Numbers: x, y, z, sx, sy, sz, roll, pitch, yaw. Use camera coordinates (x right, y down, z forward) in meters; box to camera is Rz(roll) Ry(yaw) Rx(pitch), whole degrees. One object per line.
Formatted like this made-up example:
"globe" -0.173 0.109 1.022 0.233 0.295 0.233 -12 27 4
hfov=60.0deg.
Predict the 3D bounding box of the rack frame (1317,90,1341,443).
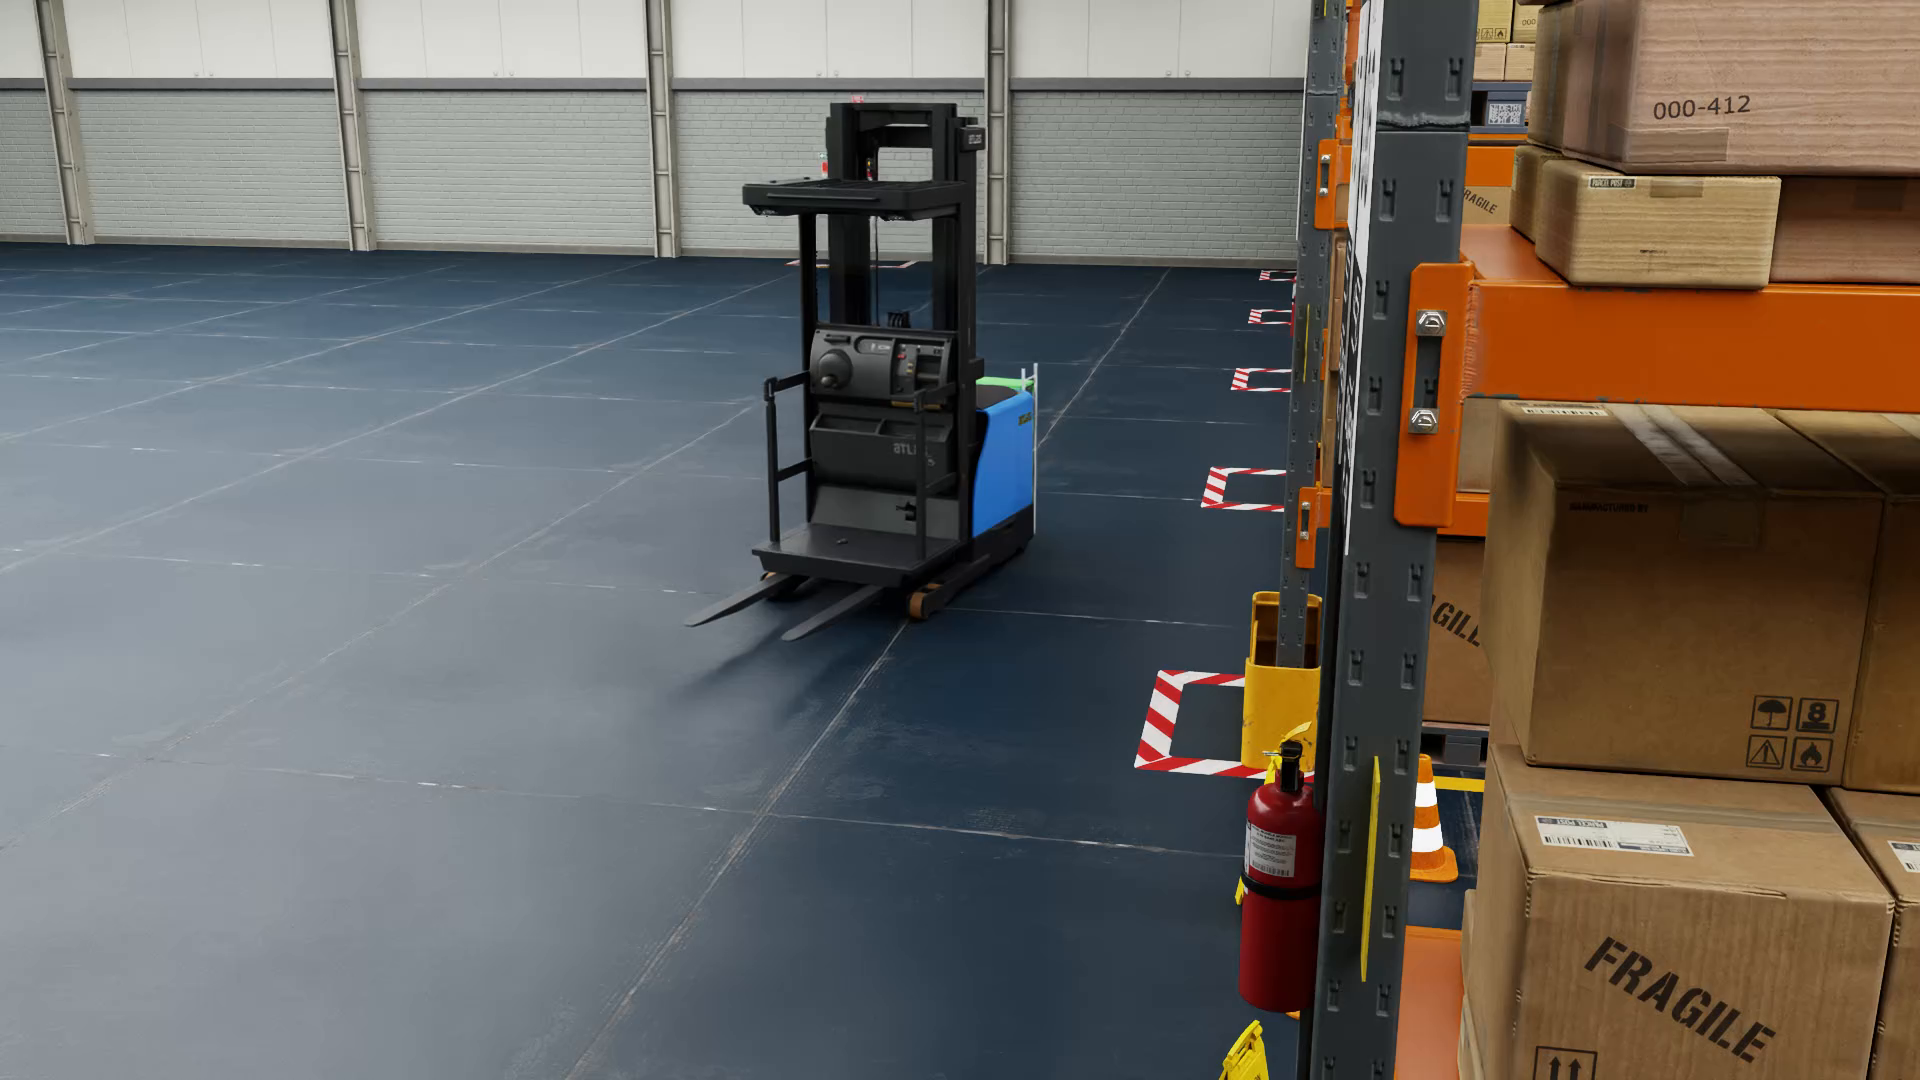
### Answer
"rack frame" 2.694 -1.827 12.468 0.127 3.000 1.000 3 16 11

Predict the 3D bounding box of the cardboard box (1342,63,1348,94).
"cardboard box" 5.933 -7.134 25.785 0.500 0.500 0.500 4 16 13

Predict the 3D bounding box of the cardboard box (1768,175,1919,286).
"cardboard box" 1.255 -0.466 2.406 0.250 0.149 0.380 3 16 9

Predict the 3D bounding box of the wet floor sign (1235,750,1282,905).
"wet floor sign" 1.184 1.116 6.253 0.232 0.644 0.267 0 15 1

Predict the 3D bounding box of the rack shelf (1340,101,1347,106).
"rack shelf" 6.632 -5.411 21.134 4.000 0.370 1.077 3 16 11

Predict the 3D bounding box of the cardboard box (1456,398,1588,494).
"cardboard box" 2.523 -0.576 7.670 0.550 0.550 0.875 3 16 11

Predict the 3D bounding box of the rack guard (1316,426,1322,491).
"rack guard" 2.769 -0.618 12.787 0.348 0.500 1.175 3 16 11

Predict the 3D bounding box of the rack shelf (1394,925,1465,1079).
"rack shelf" 2.679 1.219 2.821 4.000 0.370 1.077 3 16 11

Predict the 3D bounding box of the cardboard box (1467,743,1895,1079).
"cardboard box" 1.128 0.672 2.703 0.500 0.500 0.500 3 16 10

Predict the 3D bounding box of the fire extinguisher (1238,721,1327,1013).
"fire extinguisher" 0.699 0.676 3.577 0.183 0.674 0.296 3 16 11

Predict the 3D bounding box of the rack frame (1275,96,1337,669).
"rack frame" 1.607 -0.535 7.803 0.127 3.000 1.000 3 16 11

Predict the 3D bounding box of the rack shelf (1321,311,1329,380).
"rack shelf" 4.654 -1.374 12.180 4.000 0.370 1.077 3 16 11

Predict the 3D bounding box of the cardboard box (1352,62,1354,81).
"cardboard box" 3.029 -3.459 12.276 0.250 0.149 0.380 3 16 11

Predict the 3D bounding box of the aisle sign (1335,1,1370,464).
"aisle sign" 0.717 -0.566 3.048 0.004 0.787 0.394 3 16 11

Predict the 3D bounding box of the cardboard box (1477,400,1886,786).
"cardboard box" 1.264 0.062 3.031 0.500 0.500 0.700 3 16 10

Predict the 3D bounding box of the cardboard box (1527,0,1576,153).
"cardboard box" 1.275 -0.794 2.845 0.500 0.250 0.500 3 16 10

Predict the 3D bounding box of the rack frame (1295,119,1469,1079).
"rack frame" 0.720 0.766 3.109 0.127 3.000 1.000 3 16 11

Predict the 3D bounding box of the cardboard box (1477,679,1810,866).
"cardboard box" 1.306 0.531 3.212 0.500 0.500 0.500 3 16 10

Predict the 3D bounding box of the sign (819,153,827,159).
"sign" -2.298 -6.690 28.966 0.331 0.109 0.001 3 16 11

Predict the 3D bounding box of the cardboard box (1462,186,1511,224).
"cardboard box" 3.668 -2.371 11.816 0.500 0.500 0.500 3 16 11

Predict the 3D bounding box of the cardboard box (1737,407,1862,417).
"cardboard box" 3.574 -0.496 7.381 0.500 0.550 0.875 3 16 11

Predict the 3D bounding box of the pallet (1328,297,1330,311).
"pallet" 5.430 -3.045 22.087 1.213 0.211 1.003 3 16 11

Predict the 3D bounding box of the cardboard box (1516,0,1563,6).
"cardboard box" 1.110 -1.002 2.850 0.250 0.149 0.380 3 16 12

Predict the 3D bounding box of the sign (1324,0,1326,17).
"sign" 1.490 -2.295 6.753 0.005 0.325 0.100 3 16 11

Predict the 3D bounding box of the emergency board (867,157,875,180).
"emergency board" -1.780 -6.364 28.847 0.643 1.169 0.194 3 16 11

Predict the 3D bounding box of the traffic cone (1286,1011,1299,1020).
"traffic cone" 1.286 1.365 5.697 0.334 0.463 0.336 3 16 11

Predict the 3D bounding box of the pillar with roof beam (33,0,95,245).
"pillar with roof beam" -17.863 -8.945 26.927 0.400 9.000 9.100 3 16 11

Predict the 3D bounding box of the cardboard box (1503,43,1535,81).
"cardboard box" 2.374 -1.981 6.901 0.250 0.149 0.380 3 16 11

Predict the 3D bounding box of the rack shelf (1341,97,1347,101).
"rack shelf" 7.616 -6.707 25.813 4.000 0.370 1.077 3 16 11

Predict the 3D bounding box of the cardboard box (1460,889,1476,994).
"cardboard box" 1.129 0.851 3.273 0.250 0.149 0.380 4 16 13

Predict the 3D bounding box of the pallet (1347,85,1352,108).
"pallet" 4.473 -4.407 16.519 1.213 0.211 1.003 3 16 11

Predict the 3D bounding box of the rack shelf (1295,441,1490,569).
"rack shelf" 3.567 -0.082 7.515 4.000 0.370 1.077 3 16 11

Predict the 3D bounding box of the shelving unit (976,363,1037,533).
"shelving unit" 0.248 -0.626 11.504 0.503 1.200 0.258 7 17 23

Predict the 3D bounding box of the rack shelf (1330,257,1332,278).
"rack shelf" 5.641 -2.669 16.857 4.000 0.370 1.077 3 16 11

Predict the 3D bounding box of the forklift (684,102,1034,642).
"forklift" -0.568 -1.072 9.871 1.130 2.935 3.031 7 17 23

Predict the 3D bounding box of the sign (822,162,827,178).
"sign" -2.301 -6.437 29.046 0.234 0.329 0.001 3 16 11

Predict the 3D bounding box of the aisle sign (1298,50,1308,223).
"aisle sign" 1.597 -1.870 7.753 0.004 0.787 0.394 3 16 11

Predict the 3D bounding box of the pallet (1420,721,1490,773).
"pallet" 2.406 0.831 8.096 1.213 0.211 1.003 3 16 11

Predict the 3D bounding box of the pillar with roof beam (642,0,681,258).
"pillar with roof beam" -6.103 -8.307 24.622 0.400 9.000 9.100 3 16 11

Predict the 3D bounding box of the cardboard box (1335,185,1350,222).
"cardboard box" 5.127 -4.438 21.707 0.500 0.500 0.700 3 16 11

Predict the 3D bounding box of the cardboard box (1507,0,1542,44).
"cardboard box" 2.526 -2.182 6.882 0.500 0.250 0.500 3 16 10

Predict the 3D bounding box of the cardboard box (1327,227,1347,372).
"cardboard box" 1.963 -1.097 7.531 0.550 0.550 0.875 3 16 11

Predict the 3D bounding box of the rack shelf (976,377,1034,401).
"rack shelf" 0.248 -1.027 11.394 0.480 0.148 0.258 7 17 23
